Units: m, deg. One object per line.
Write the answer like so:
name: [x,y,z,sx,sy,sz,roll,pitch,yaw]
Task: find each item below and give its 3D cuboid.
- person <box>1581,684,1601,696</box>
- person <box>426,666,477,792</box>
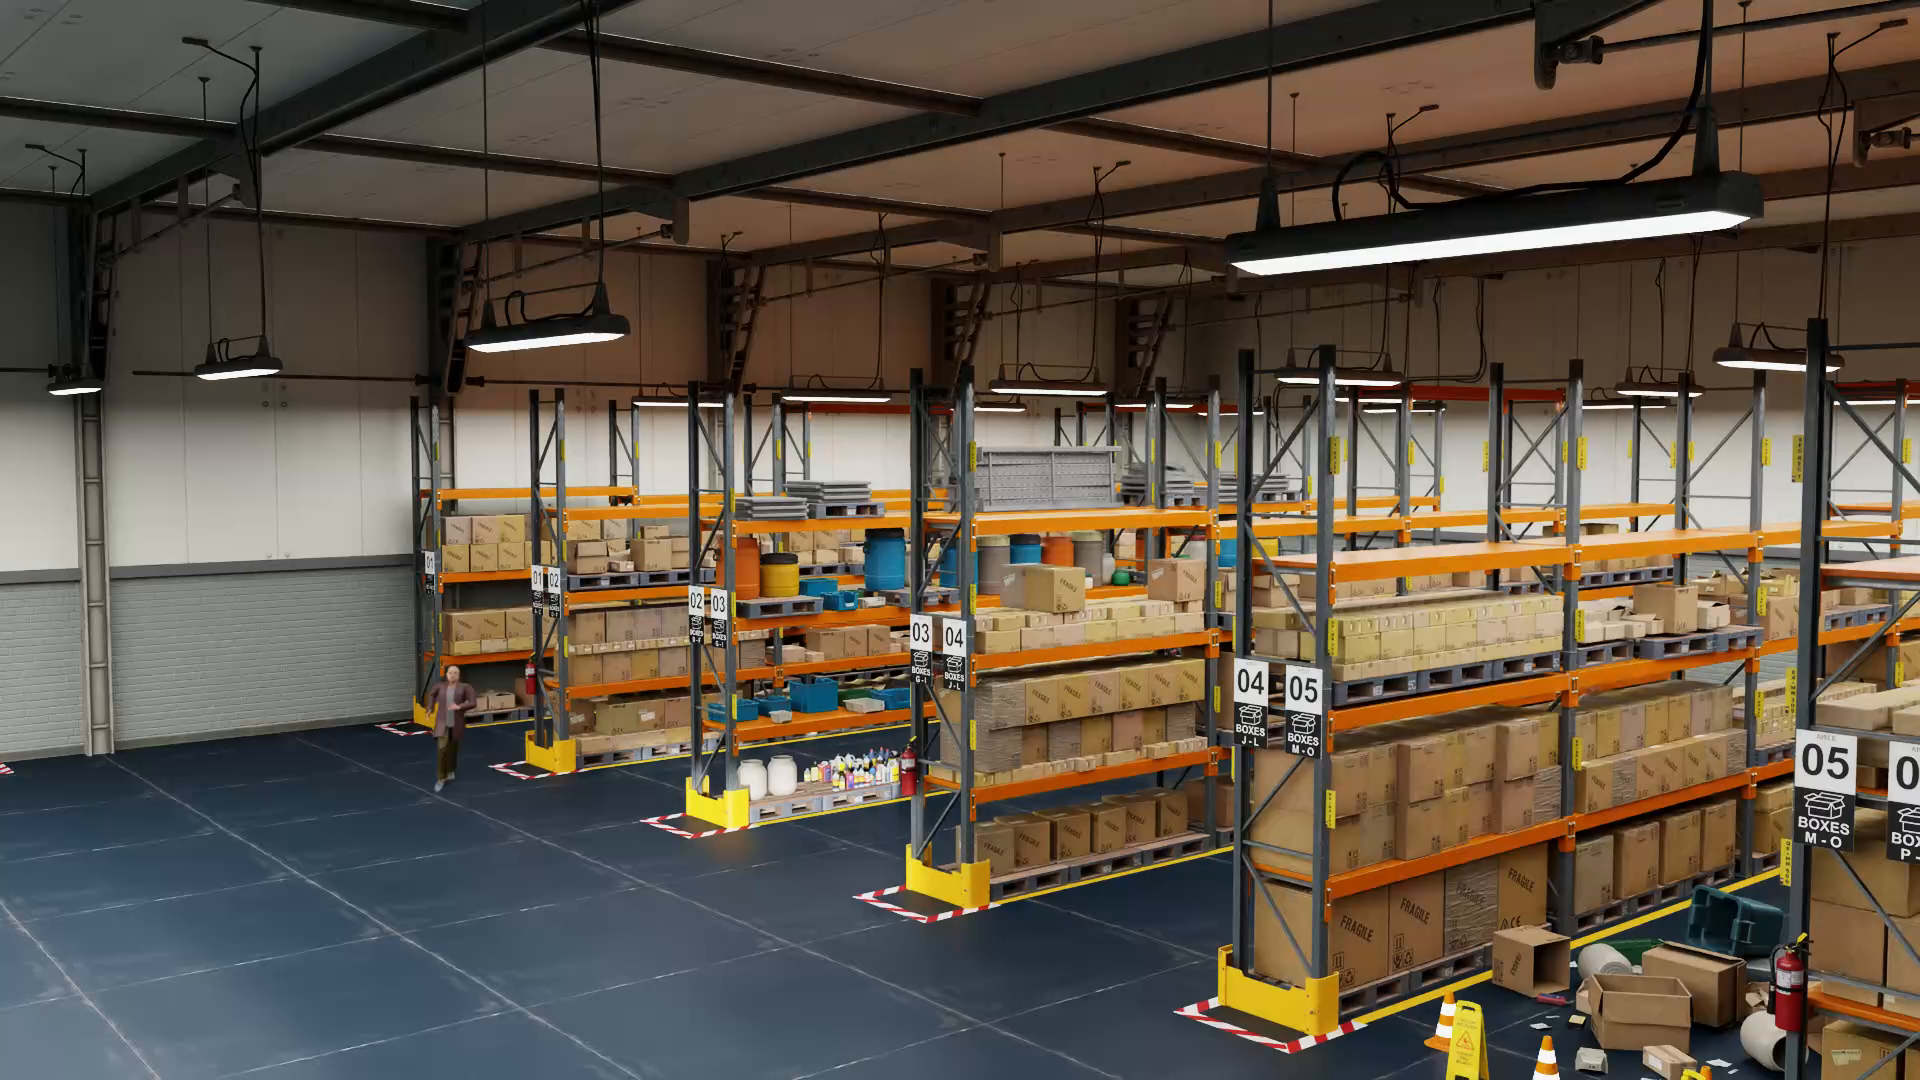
person: [9.184,2.865,24.110,0.656,1.783,0.899,3,5,42]
person: [-7.637,2.807,24.992,0.733,1.837,0.887,-1,4,-17]
